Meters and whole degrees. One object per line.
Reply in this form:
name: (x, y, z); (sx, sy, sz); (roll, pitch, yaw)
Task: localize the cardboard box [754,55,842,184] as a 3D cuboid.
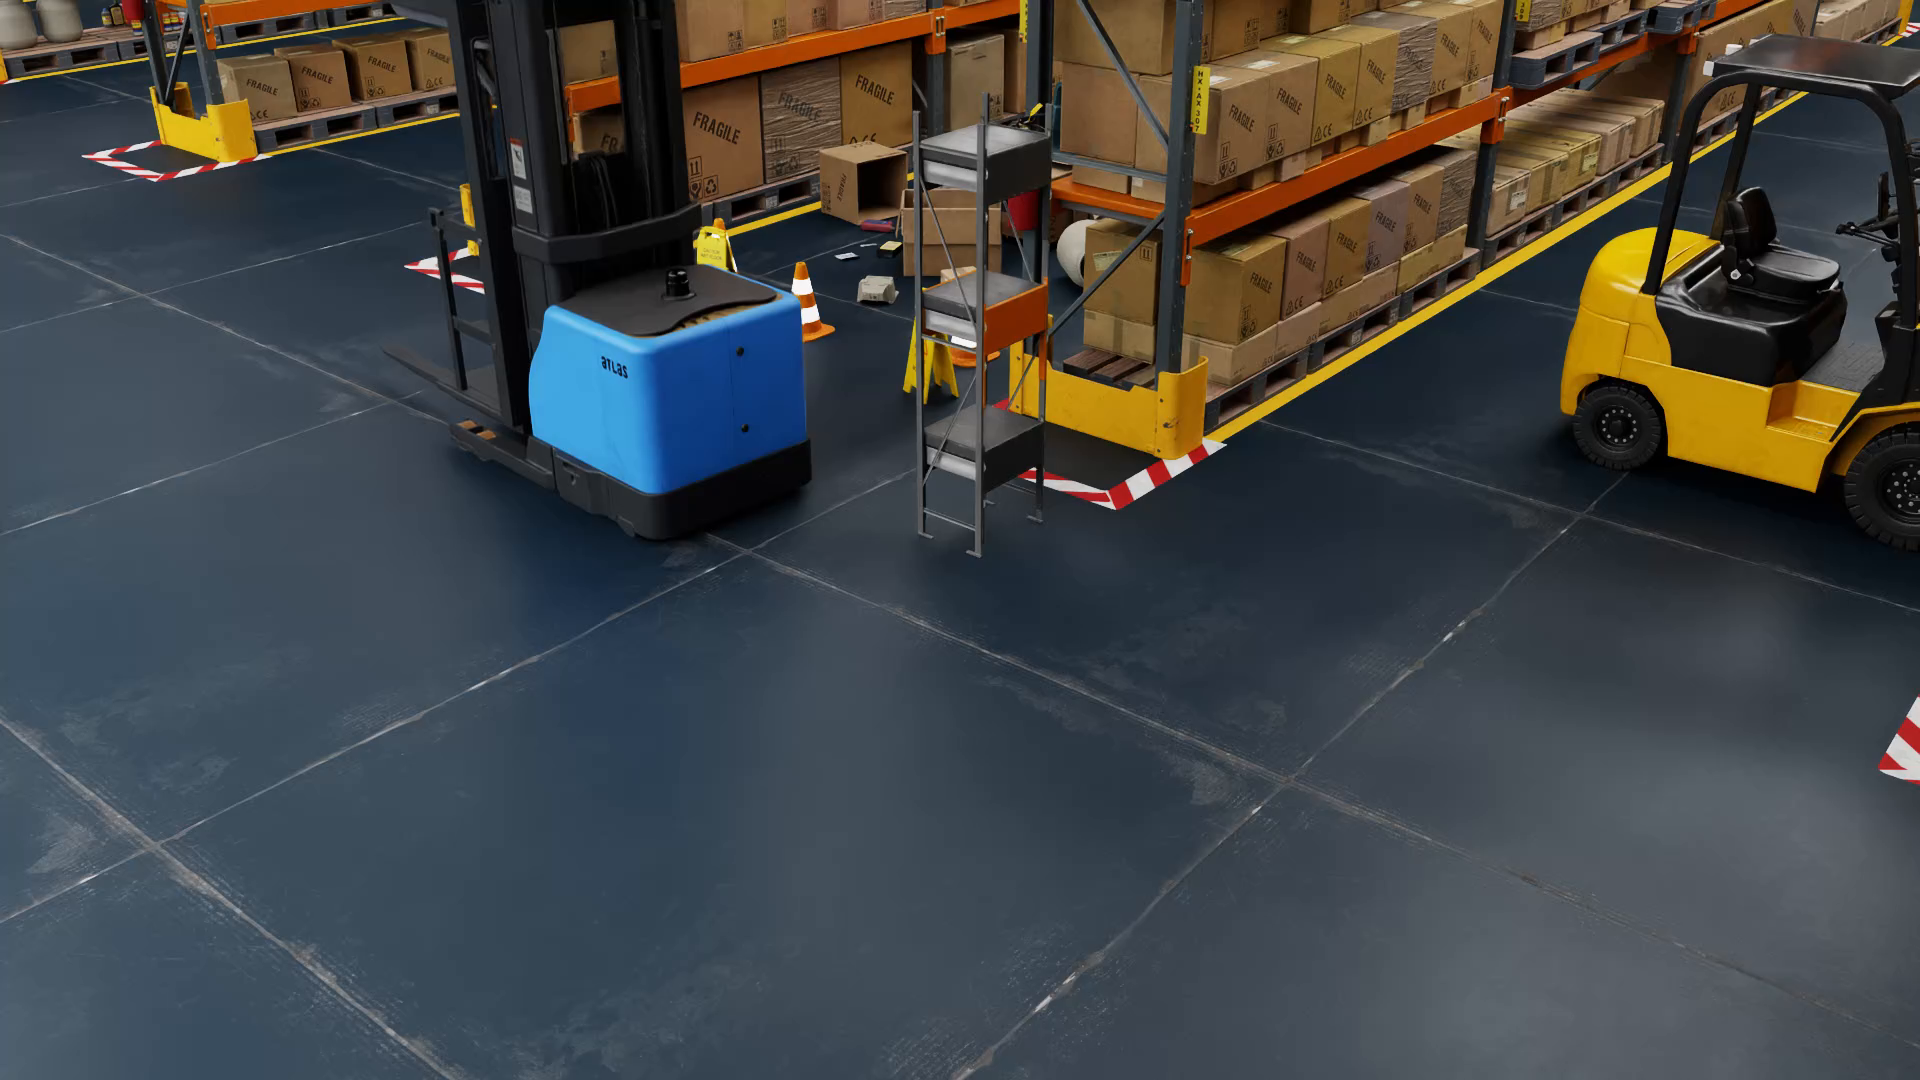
cardboard box: (-1.591, -3.511, 13.628); (0.875, 0.875, 0.875); (21, 34, 35)

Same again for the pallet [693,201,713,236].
pallet: (-2.663, -2.441, 12.739); (1.003, 0.211, 1.213); (21, 34, 34)

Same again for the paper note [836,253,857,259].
paper note: (-0.830, -2.099, 12.275); (0.142, 0.017, 0.144); (-15, 31, -27)

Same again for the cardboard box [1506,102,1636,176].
cardboard box: (5.031, -3.357, 13.877); (0.950, 0.372, 0.625); (20, 33, 33)

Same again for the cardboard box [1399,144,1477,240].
cardboard box: (3.148, -2.391, 11.326); (0.500, 0.500, 0.500); (20, 34, 34)

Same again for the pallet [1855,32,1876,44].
pallet: (9.725, -5.660, 18.961); (1.003, 0.211, 1.213); (21, 34, 34)

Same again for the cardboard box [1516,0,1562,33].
cardboard box: (3.837, -3.826, 11.492); (0.500, 0.500, 0.500); (22, 34, 36)

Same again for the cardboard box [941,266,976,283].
cardboard box: (0.047, -1.751, 11.473); (0.250, 0.149, 0.380); (-10, 29, -18)

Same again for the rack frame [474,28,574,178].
rack frame: (-3.111, -3.373, 11.506); (1.000, 3.000, 0.127); (21, 34, 34)

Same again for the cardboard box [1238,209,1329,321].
cardboard box: (1.843, -1.661, 9.916); (0.500, 0.500, 0.500); (19, 33, 33)

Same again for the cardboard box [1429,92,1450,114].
cardboard box: (2.968, -2.906, 10.876); (0.380, 0.149, 0.250); (21, 34, 35)

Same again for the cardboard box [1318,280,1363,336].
cardboard box: (2.167, -1.509, 10.437); (0.500, 0.250, 0.500); (24, 35, 38)

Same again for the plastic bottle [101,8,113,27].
plastic bottle: (-9.866, -6.038, 19.224); (0.097, 0.201, 0.097); (0, 27, 0)

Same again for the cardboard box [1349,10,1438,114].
cardboard box: (2.578, -2.957, 10.269); (0.500, 0.500, 0.500); (22, 34, 36)

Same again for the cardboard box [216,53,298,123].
cardboard box: (-6.464, -4.151, 15.274); (0.500, 0.500, 0.500); (-21, 34, -35)

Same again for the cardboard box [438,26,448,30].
cardboard box: (-4.974, -5.018, 16.948); (0.500, 0.500, 0.500); (-16, 31, -28)

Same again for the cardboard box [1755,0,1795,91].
cardboard box: (7.504, -4.894, 16.301); (0.875, 0.875, 0.875); (22, 35, 36)

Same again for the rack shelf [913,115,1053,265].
rack shelf: (0.105, -1.601, 7.566); (0.431, 0.518, 0.480); (21, 34, 34)

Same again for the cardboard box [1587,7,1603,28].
cardboard box: (4.554, -3.934, 12.406); (0.380, 0.149, 0.250); (21, 34, 35)

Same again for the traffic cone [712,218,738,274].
traffic cone: (-1.678, -2.020, 11.651); (0.336, 0.463, 0.334); (21, 34, 34)

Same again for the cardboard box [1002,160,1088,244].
cardboard box: (0.525, -2.611, 12.601); (0.797, 0.637, 0.503); (21, 34, 34)

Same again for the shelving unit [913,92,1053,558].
shelving unit: (0.105, -0.991, 7.881); (0.431, 2.100, 0.503); (21, 34, 34)

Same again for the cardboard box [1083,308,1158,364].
cardboard box: (1.095, -1.301, 10.036); (0.500, 0.250, 0.500); (21, 34, 34)

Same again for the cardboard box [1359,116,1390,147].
cardboard box: (2.383, -2.521, 10.132); (0.380, 0.149, 0.250); (21, 34, 35)

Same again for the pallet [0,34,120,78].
pallet: (-10.163, -5.395, 18.449); (1.003, 0.211, 1.213); (21, 34, 34)

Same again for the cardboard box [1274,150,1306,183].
cardboard box: (1.726, -2.151, 9.417); (0.380, 0.149, 0.250); (21, 34, 35)

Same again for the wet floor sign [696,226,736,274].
wet floor sign: (-1.602, -1.739, 10.908); (0.267, 0.644, 0.232); (15, 31, 26)

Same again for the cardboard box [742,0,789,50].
cardboard box: (-1.819, -4.148, 12.840); (0.875, 0.550, 0.500); (21, 34, 34)

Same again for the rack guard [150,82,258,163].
rack guard: (-6.826, -3.775, 15.004); (1.175, 0.500, 0.348); (21, 34, 34)

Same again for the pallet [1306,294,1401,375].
pallet: (2.141, -1.459, 10.841); (1.003, 0.211, 1.213); (21, 34, 34)

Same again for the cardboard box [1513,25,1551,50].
cardboard box: (3.912, -3.559, 11.682); (0.380, 0.149, 0.250); (21, 34, 35)

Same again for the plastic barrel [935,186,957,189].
plastic barrel: (-0.105, -2.797, 13.195); (0.421, 0.421, 0.512); (-5, 28, -9)

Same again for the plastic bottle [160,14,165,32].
plastic bottle: (-9.144, -5.922, 18.910); (0.061, 0.283, 0.133); (21, 34, 35)

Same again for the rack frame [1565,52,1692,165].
rack frame: (5.861, -4.799, 14.262); (1.000, 3.000, 0.127); (21, 34, 34)

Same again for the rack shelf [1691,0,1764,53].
rack shelf: (7.134, -5.188, 15.798); (1.077, 0.370, 4.000); (21, 34, 34)

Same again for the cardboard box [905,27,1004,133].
cardboard box: (-0.241, -4.225, 15.144); (1.050, 0.750, 0.750); (21, 34, 34)

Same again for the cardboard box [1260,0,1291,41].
cardboard box: (1.502, -3.216, 9.681); (0.700, 0.500, 0.500); (20, 34, 34)

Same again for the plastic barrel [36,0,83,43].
plastic barrel: (-10.017, -5.821, 18.488); (0.421, 0.512, 0.421); (0, 27, 0)

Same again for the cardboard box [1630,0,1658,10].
cardboard box: (5.264, -4.281, 13.078); (0.380, 0.149, 0.250); (21, 34, 35)

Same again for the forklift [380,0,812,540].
forklift: (-2.174, -1.880, 8.694); (3.031, 2.935, 1.130); (25, 36, 39)

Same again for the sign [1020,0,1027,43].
sign: (0.357, -2.786, 8.767); (0.100, 0.325, 0.005); (21, 34, 34)

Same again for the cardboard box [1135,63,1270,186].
cardboard box: (1.288, -2.226, 8.855); (0.500, 0.500, 0.500); (20, 34, 34)

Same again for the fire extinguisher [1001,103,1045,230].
fire extinguisher: (0.344, -2.022, 8.978); (0.296, 0.674, 0.183); (21, 34, 34)

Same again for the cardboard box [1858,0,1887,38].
cardboard box: (10.032, -6.094, 19.096); (0.875, 0.438, 0.875); (22, 34, 36)

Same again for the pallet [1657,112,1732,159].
pallet: (6.421, -3.818, 15.400); (1.003, 0.211, 1.213); (21, 34, 34)

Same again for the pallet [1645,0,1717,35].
pallet: (5.490, -4.430, 13.757); (1.213, 0.211, 1.003); (21, 34, 34)
